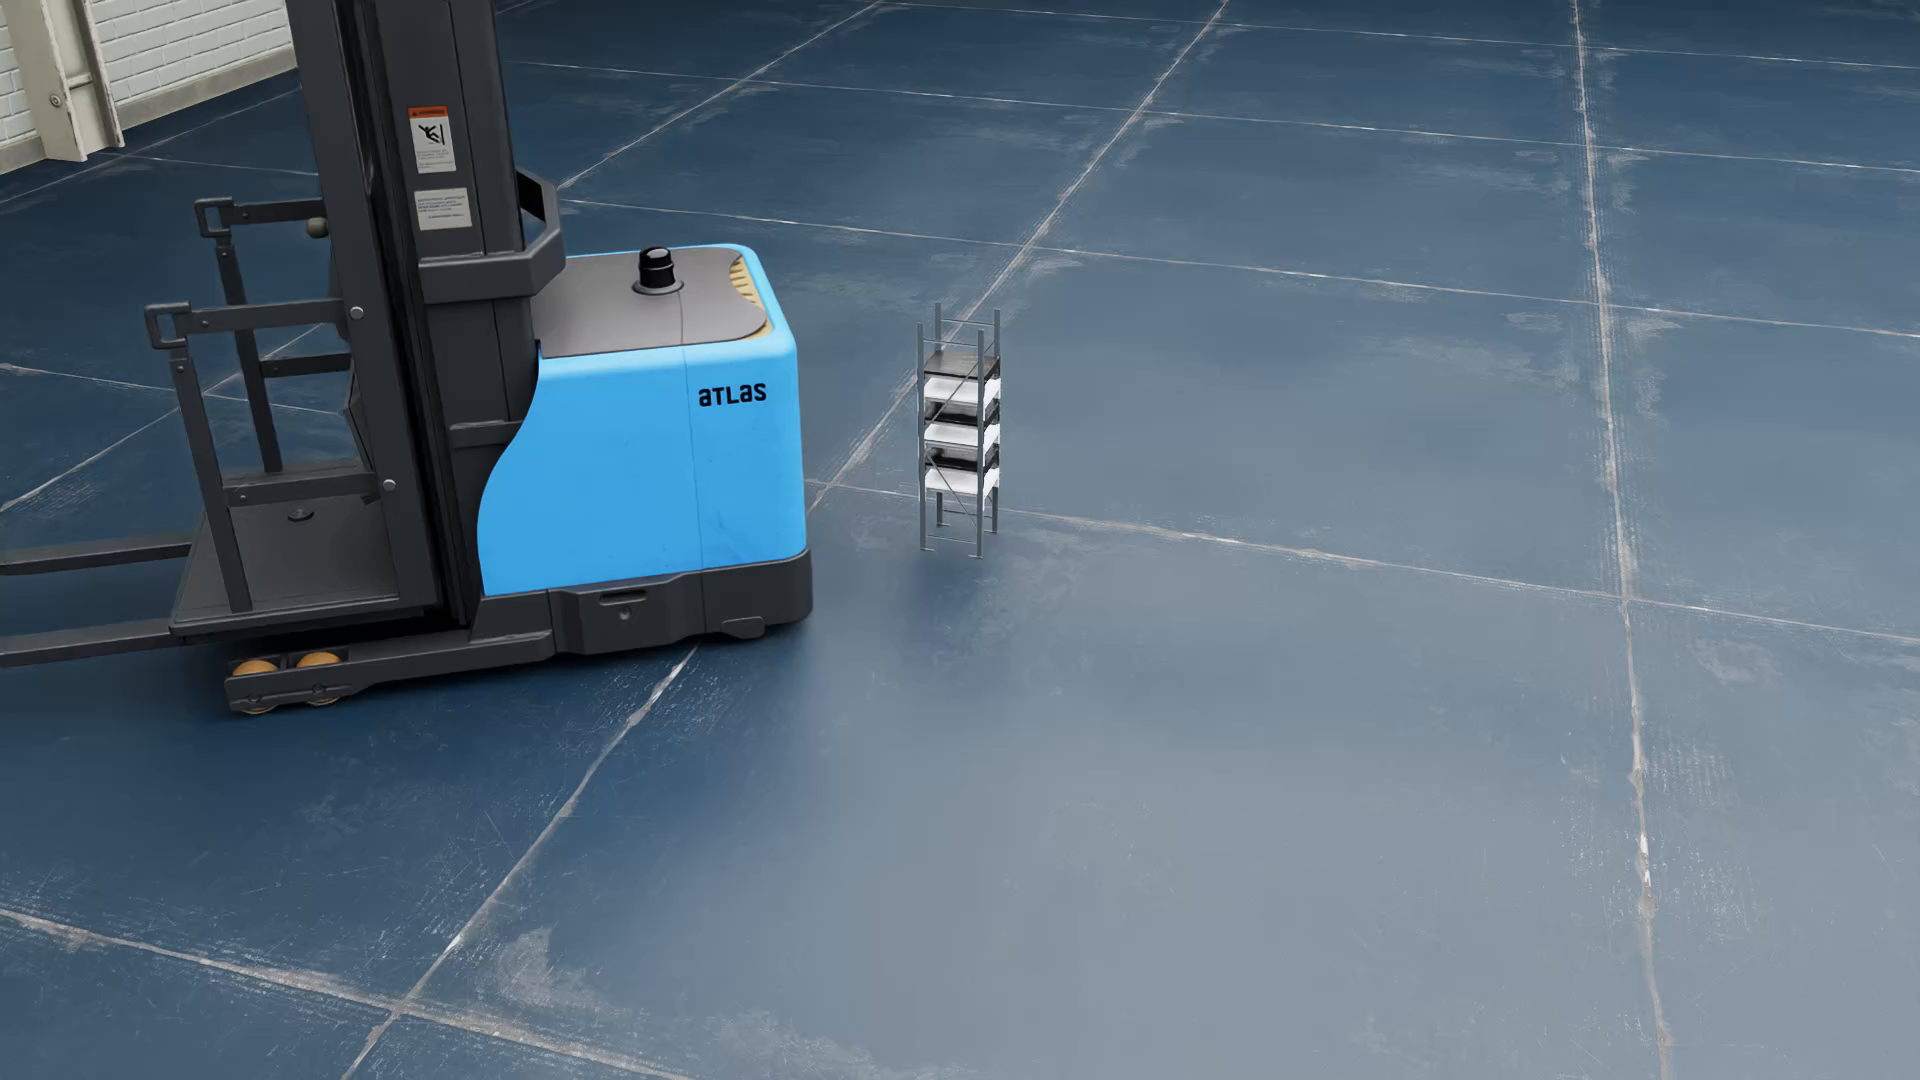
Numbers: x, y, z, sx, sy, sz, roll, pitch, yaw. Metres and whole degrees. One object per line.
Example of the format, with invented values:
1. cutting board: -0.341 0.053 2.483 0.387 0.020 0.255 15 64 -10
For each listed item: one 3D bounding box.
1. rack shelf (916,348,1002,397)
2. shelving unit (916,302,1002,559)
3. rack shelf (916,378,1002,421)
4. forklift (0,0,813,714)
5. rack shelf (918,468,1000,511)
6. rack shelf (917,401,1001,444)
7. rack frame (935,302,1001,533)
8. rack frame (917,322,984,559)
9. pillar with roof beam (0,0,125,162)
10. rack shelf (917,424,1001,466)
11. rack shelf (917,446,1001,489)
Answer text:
1. rack shelf: -0.002 -0.596 5.909 0.258 0.077 0.200 8 30 15
2. shelving unit: -0.002 -0.389 6.024 0.258 0.900 0.210 8 30 15
3. rack shelf: -0.002 -0.518 5.953 0.258 0.077 0.200 8 30 15
4. forklift: -2.076 -1.015 5.060 3.031 2.935 1.130 -7 30 -13
5. rack shelf: -0.002 -0.203 6.128 0.258 0.077 0.200 8 30 15
6. rack shelf: -0.002 -0.439 5.997 0.258 0.077 0.200 8 30 15
7. rack frame: 0.027 -0.437 6.109 0.240 0.900 0.006 8 30 15
8. rack frame: -0.032 -0.342 5.940 0.240 0.900 0.006 8 30 15
9. pillar with roof beam: -1.558 -5.836 7.485 9.100 9.000 0.400 8 30 15
10. rack shelf: -0.002 -0.360 6.041 0.258 0.077 0.200 8 30 15
11. rack shelf: -0.002 -0.282 6.084 0.258 0.077 0.200 8 30 15
